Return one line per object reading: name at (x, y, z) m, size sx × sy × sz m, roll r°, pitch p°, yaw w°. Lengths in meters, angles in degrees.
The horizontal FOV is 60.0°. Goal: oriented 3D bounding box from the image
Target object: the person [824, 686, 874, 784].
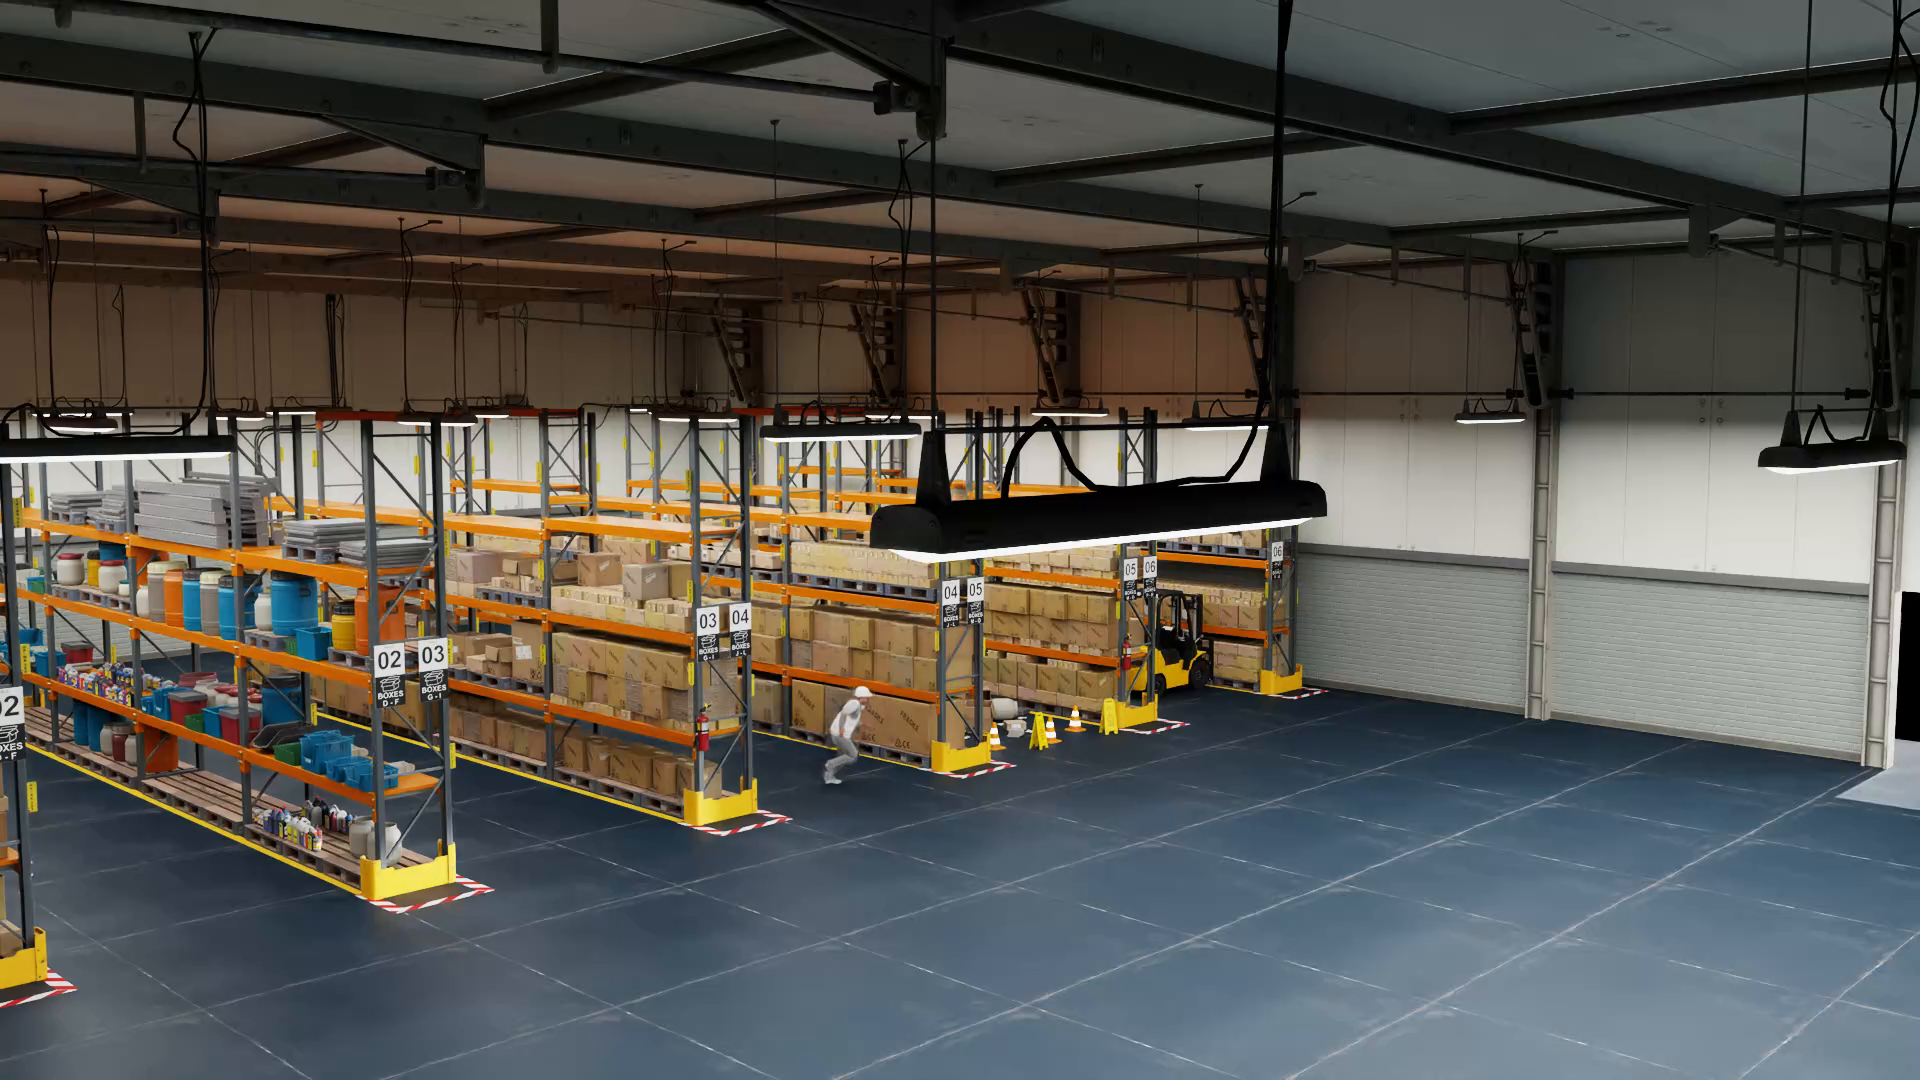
person at (-1.800, 3.162, 26.833) m, size 0.814 × 1.597 × 0.690 m, roll 0°, pitch 5°, yaw -3°
